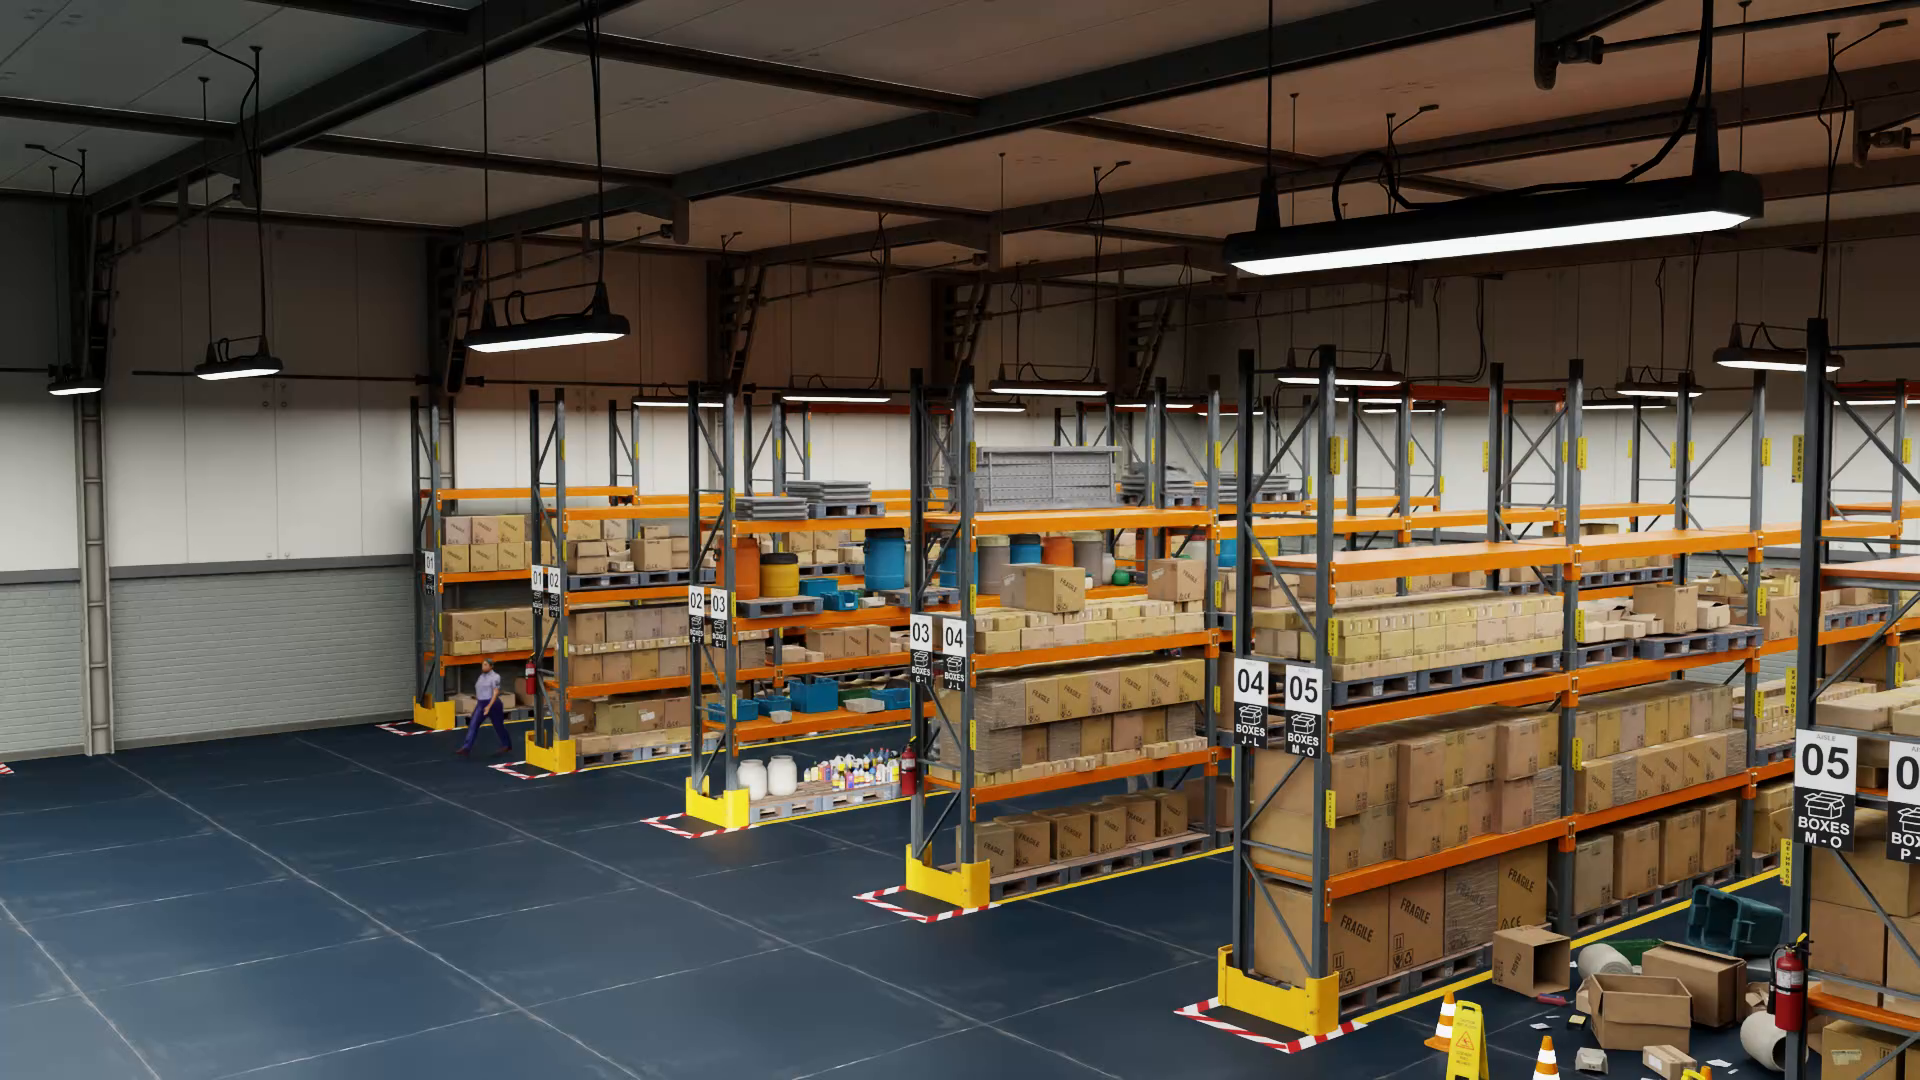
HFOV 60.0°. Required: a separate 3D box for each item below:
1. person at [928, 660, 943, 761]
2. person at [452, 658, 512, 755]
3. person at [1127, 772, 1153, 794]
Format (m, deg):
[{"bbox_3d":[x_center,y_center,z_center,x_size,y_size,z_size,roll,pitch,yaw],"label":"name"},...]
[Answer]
[{"bbox_3d":[-0.267,2.735,26.612,0.537,1.733,1.085,-3,4,-39],"label":"person"},{"bbox_3d":[-7.813,2.739,27.254,0.556,1.599,0.978,2,4,26],"label":"person"},{"bbox_3d":[2.534,2.962,23.384,0.584,1.698,0.539,-2,4,-29],"label":"person"}]
